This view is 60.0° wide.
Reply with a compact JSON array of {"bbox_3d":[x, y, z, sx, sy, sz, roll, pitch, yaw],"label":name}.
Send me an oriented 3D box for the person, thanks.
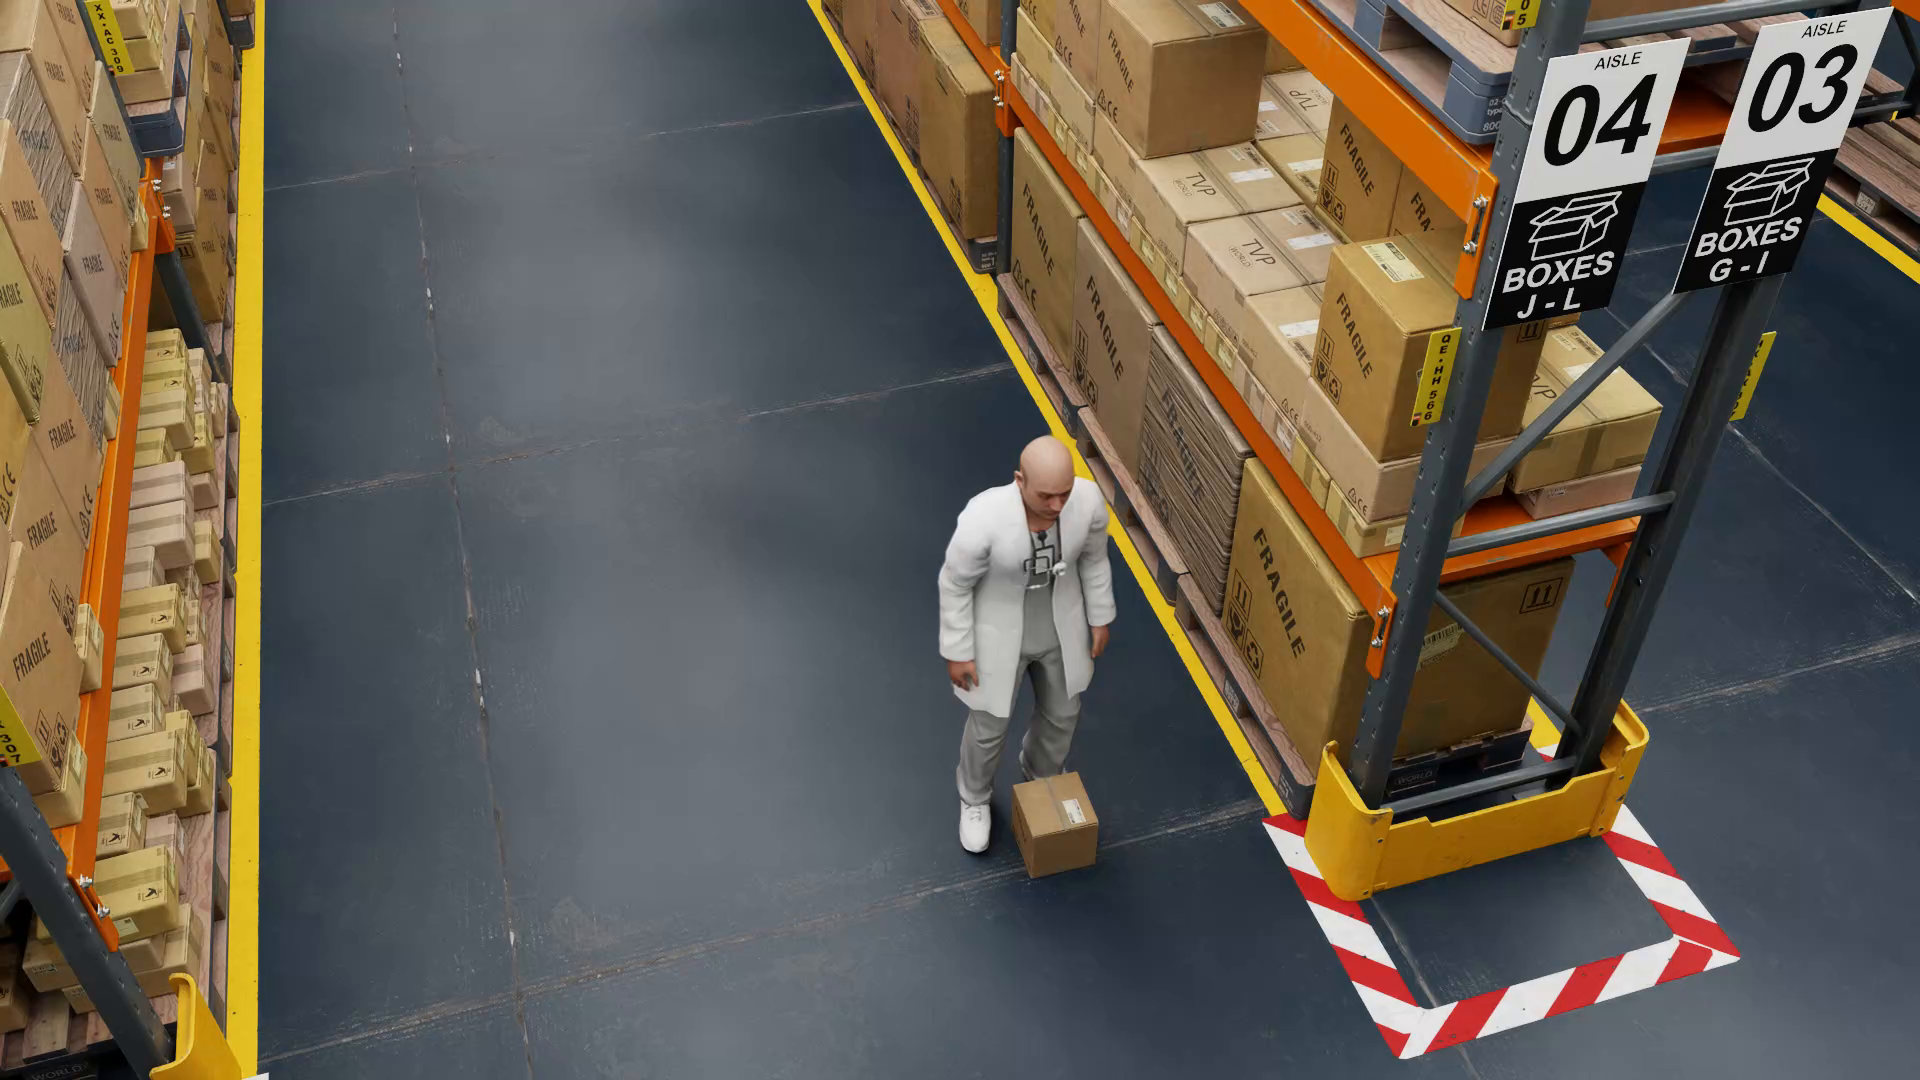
[{"bbox_3d":[0.237,0.333,5.797,0.649,1.774,0.420,-13,43,-14],"label":"person"}]
